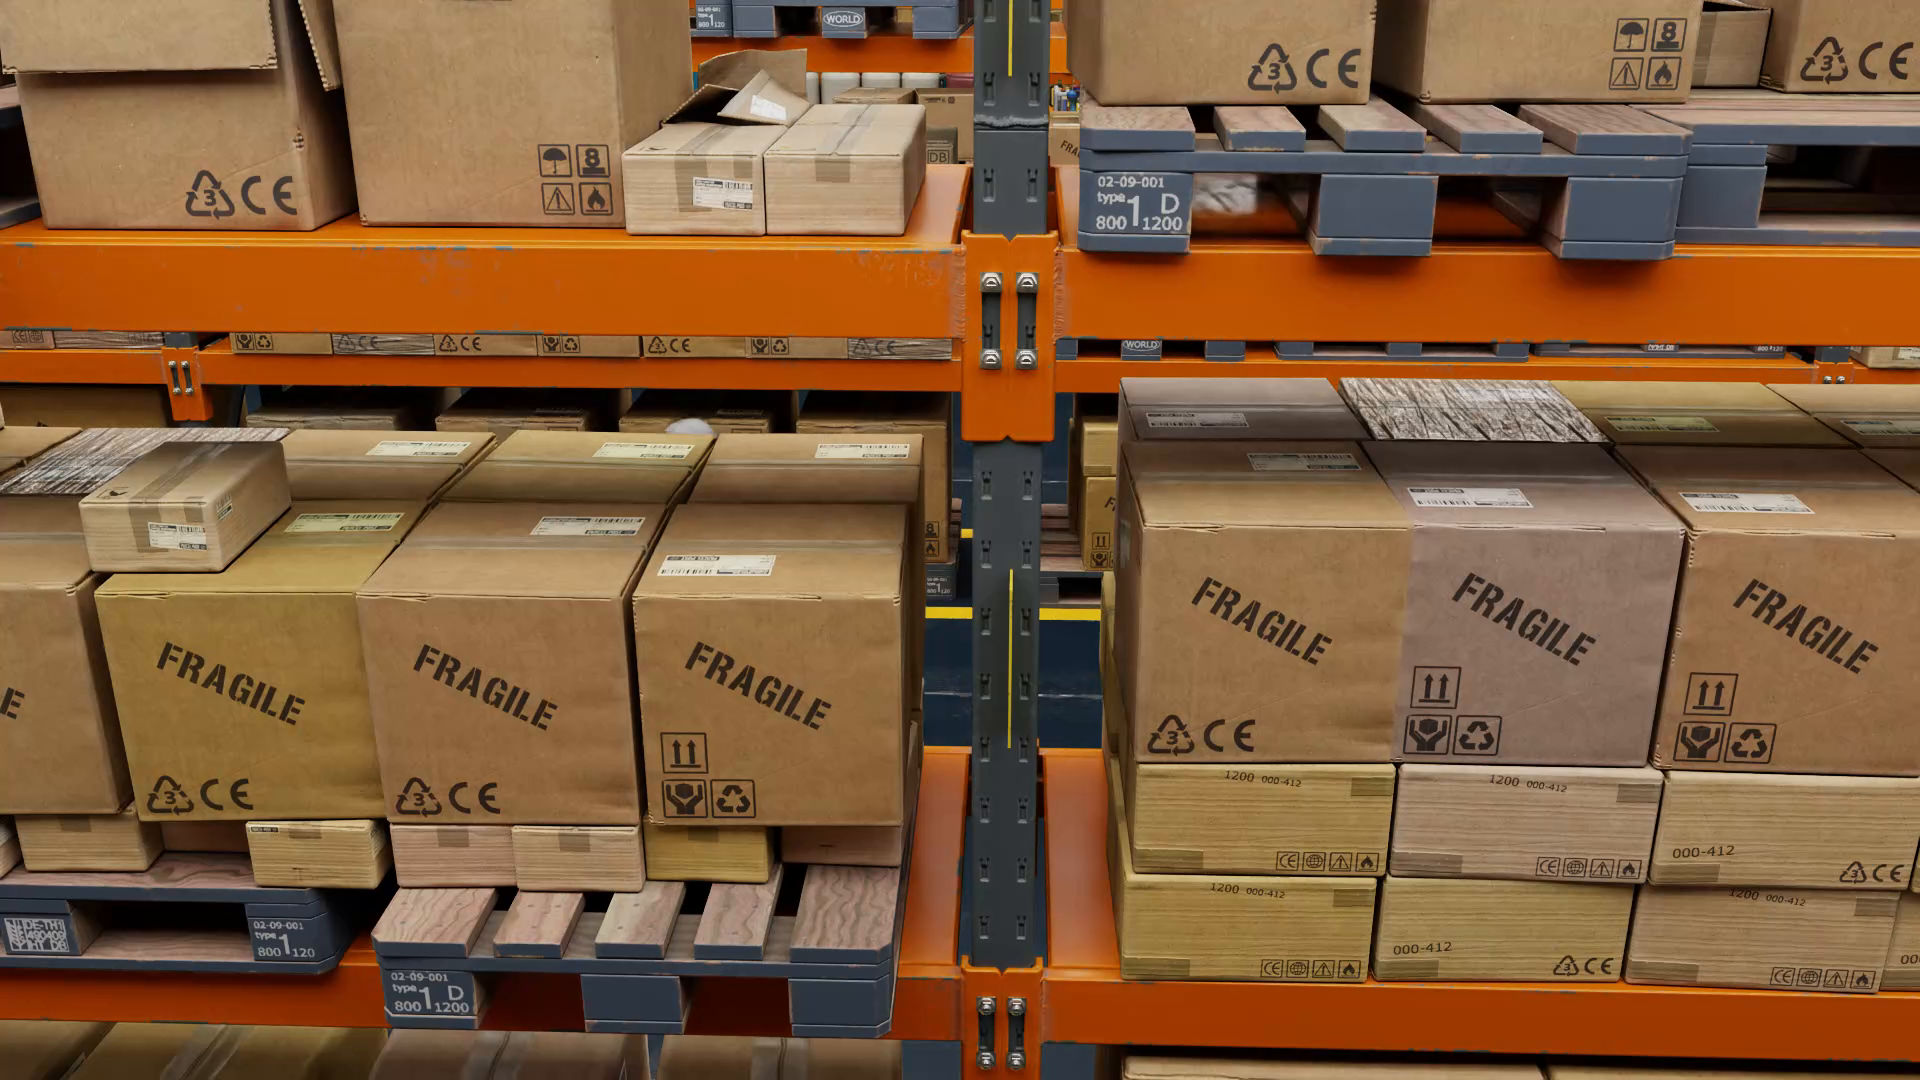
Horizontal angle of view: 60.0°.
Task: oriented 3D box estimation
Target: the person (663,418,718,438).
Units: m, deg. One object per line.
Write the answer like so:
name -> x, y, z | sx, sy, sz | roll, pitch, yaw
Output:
person -> -0.927, 0.344, 6.212 | 0.402, 1.650, 0.477 | 1, 21, 3
